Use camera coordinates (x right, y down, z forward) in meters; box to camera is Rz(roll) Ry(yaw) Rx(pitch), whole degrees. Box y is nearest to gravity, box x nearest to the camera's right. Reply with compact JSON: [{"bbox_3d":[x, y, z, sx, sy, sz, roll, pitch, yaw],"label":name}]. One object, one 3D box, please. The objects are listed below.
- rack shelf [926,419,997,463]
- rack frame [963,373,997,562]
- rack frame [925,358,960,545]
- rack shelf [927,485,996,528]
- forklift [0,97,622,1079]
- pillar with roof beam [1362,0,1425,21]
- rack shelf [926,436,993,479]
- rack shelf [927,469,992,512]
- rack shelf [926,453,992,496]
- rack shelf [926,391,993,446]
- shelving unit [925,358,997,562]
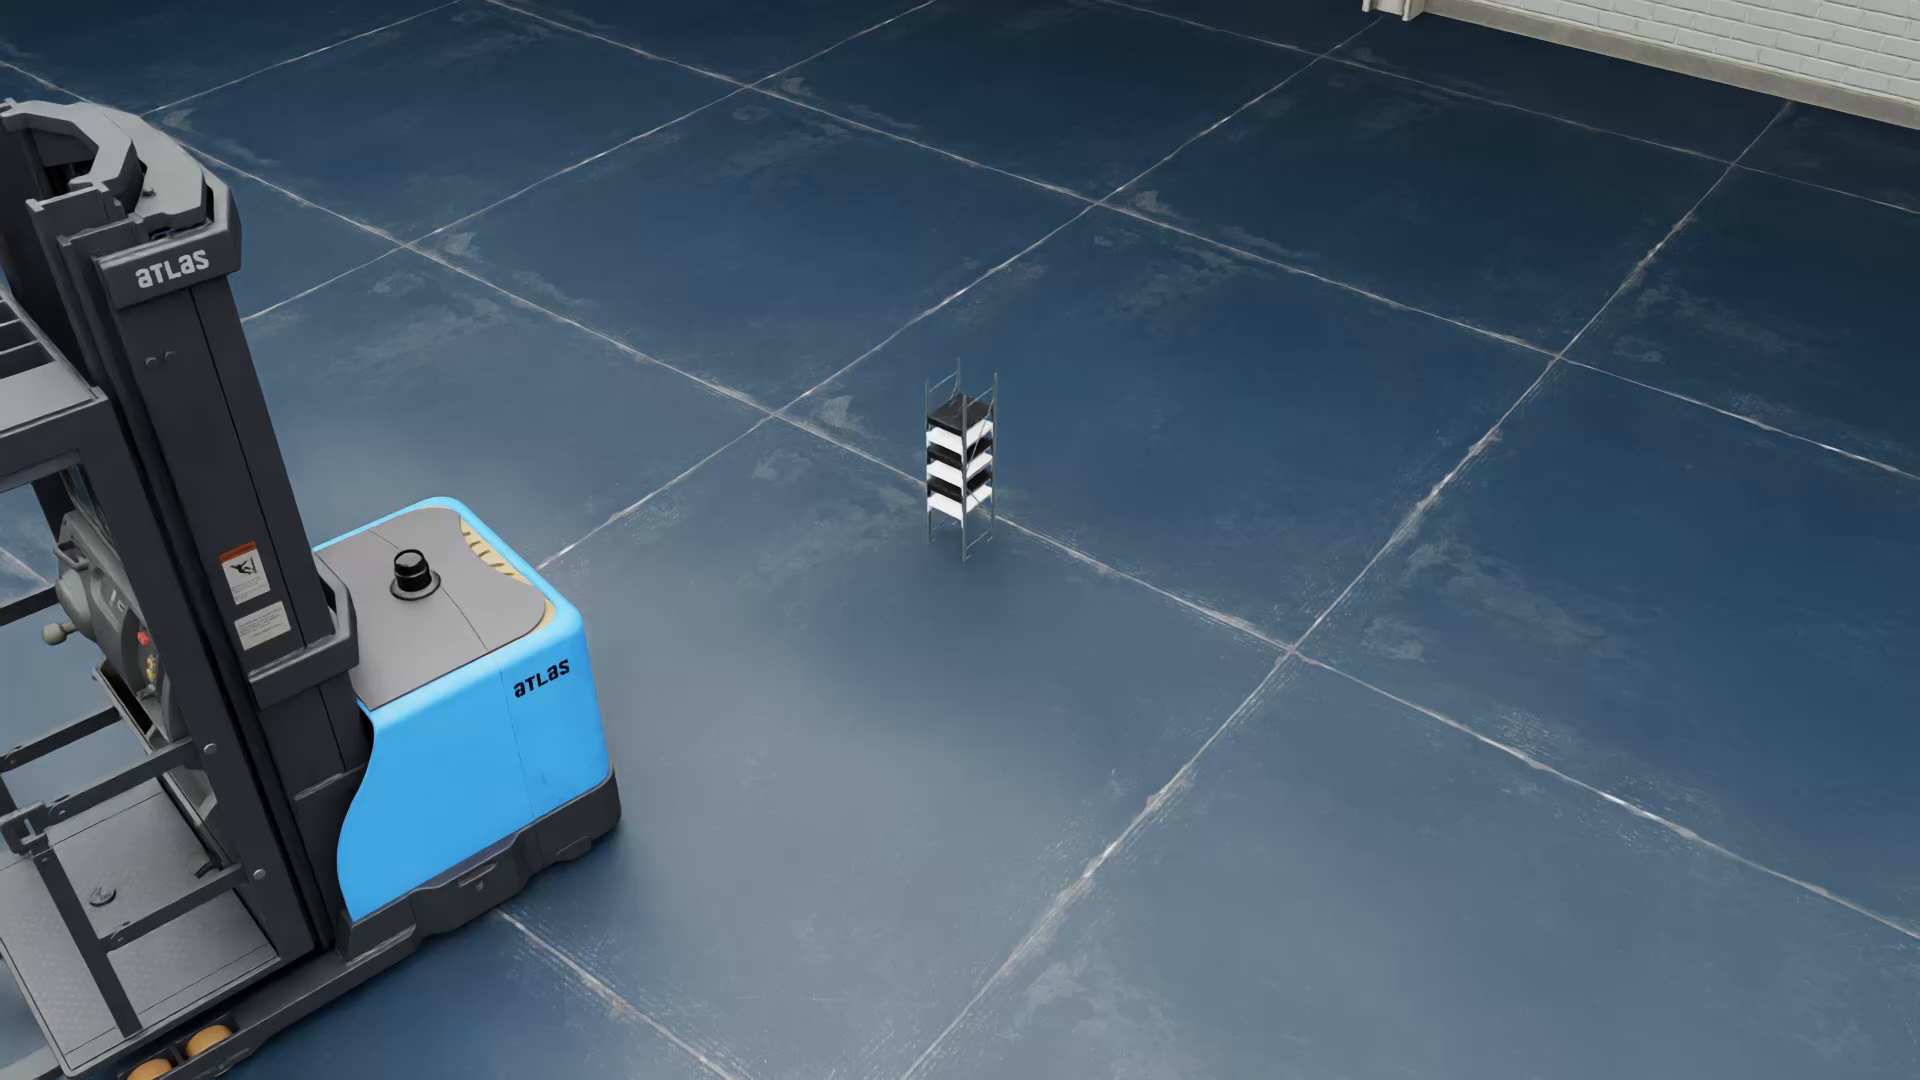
[{"bbox_3d":[0.006,-0.467,7.378,0.200,0.077,0.258,25,45,29],"label":"rack shelf"},{"bbox_3d":[0.087,-0.313,7.420,0.006,0.900,0.240,25,45,29],"label":"rack frame"},{"bbox_3d":[-0.074,-0.389,7.517,0.006,0.900,0.240,25,45,29],"label":"rack frame"},{"bbox_3d":[0.006,-0.183,7.600,0.200,0.077,0.258,25,45,29],"label":"rack shelf"},{"bbox_3d":[-2.722,0.327,4.955,3.031,2.935,1.130,-29,46,-31],"label":"forklift"},{"bbox_3d":[0.790,-5.600,7.603,0.400,9.000,9.100,25,45,29],"label":"pillar with roof beam"},{"bbox_3d":[0.006,-0.396,7.434,0.200,0.077,0.258,25,45,29],"label":"rack shelf"},{"bbox_3d":[0.006,-0.254,7.545,0.200,0.077,0.258,25,45,29],"label":"rack shelf"},{"bbox_3d":[0.006,-0.325,7.489,0.200,0.077,0.258,25,45,29],"label":"rack shelf"},{"bbox_3d":[0.006,-0.538,7.323,0.200,0.077,0.258,25,45,29],"label":"rack shelf"},{"bbox_3d":[0.006,-0.351,7.469,0.210,0.900,0.258,25,45,29],"label":"shelving unit"}]
